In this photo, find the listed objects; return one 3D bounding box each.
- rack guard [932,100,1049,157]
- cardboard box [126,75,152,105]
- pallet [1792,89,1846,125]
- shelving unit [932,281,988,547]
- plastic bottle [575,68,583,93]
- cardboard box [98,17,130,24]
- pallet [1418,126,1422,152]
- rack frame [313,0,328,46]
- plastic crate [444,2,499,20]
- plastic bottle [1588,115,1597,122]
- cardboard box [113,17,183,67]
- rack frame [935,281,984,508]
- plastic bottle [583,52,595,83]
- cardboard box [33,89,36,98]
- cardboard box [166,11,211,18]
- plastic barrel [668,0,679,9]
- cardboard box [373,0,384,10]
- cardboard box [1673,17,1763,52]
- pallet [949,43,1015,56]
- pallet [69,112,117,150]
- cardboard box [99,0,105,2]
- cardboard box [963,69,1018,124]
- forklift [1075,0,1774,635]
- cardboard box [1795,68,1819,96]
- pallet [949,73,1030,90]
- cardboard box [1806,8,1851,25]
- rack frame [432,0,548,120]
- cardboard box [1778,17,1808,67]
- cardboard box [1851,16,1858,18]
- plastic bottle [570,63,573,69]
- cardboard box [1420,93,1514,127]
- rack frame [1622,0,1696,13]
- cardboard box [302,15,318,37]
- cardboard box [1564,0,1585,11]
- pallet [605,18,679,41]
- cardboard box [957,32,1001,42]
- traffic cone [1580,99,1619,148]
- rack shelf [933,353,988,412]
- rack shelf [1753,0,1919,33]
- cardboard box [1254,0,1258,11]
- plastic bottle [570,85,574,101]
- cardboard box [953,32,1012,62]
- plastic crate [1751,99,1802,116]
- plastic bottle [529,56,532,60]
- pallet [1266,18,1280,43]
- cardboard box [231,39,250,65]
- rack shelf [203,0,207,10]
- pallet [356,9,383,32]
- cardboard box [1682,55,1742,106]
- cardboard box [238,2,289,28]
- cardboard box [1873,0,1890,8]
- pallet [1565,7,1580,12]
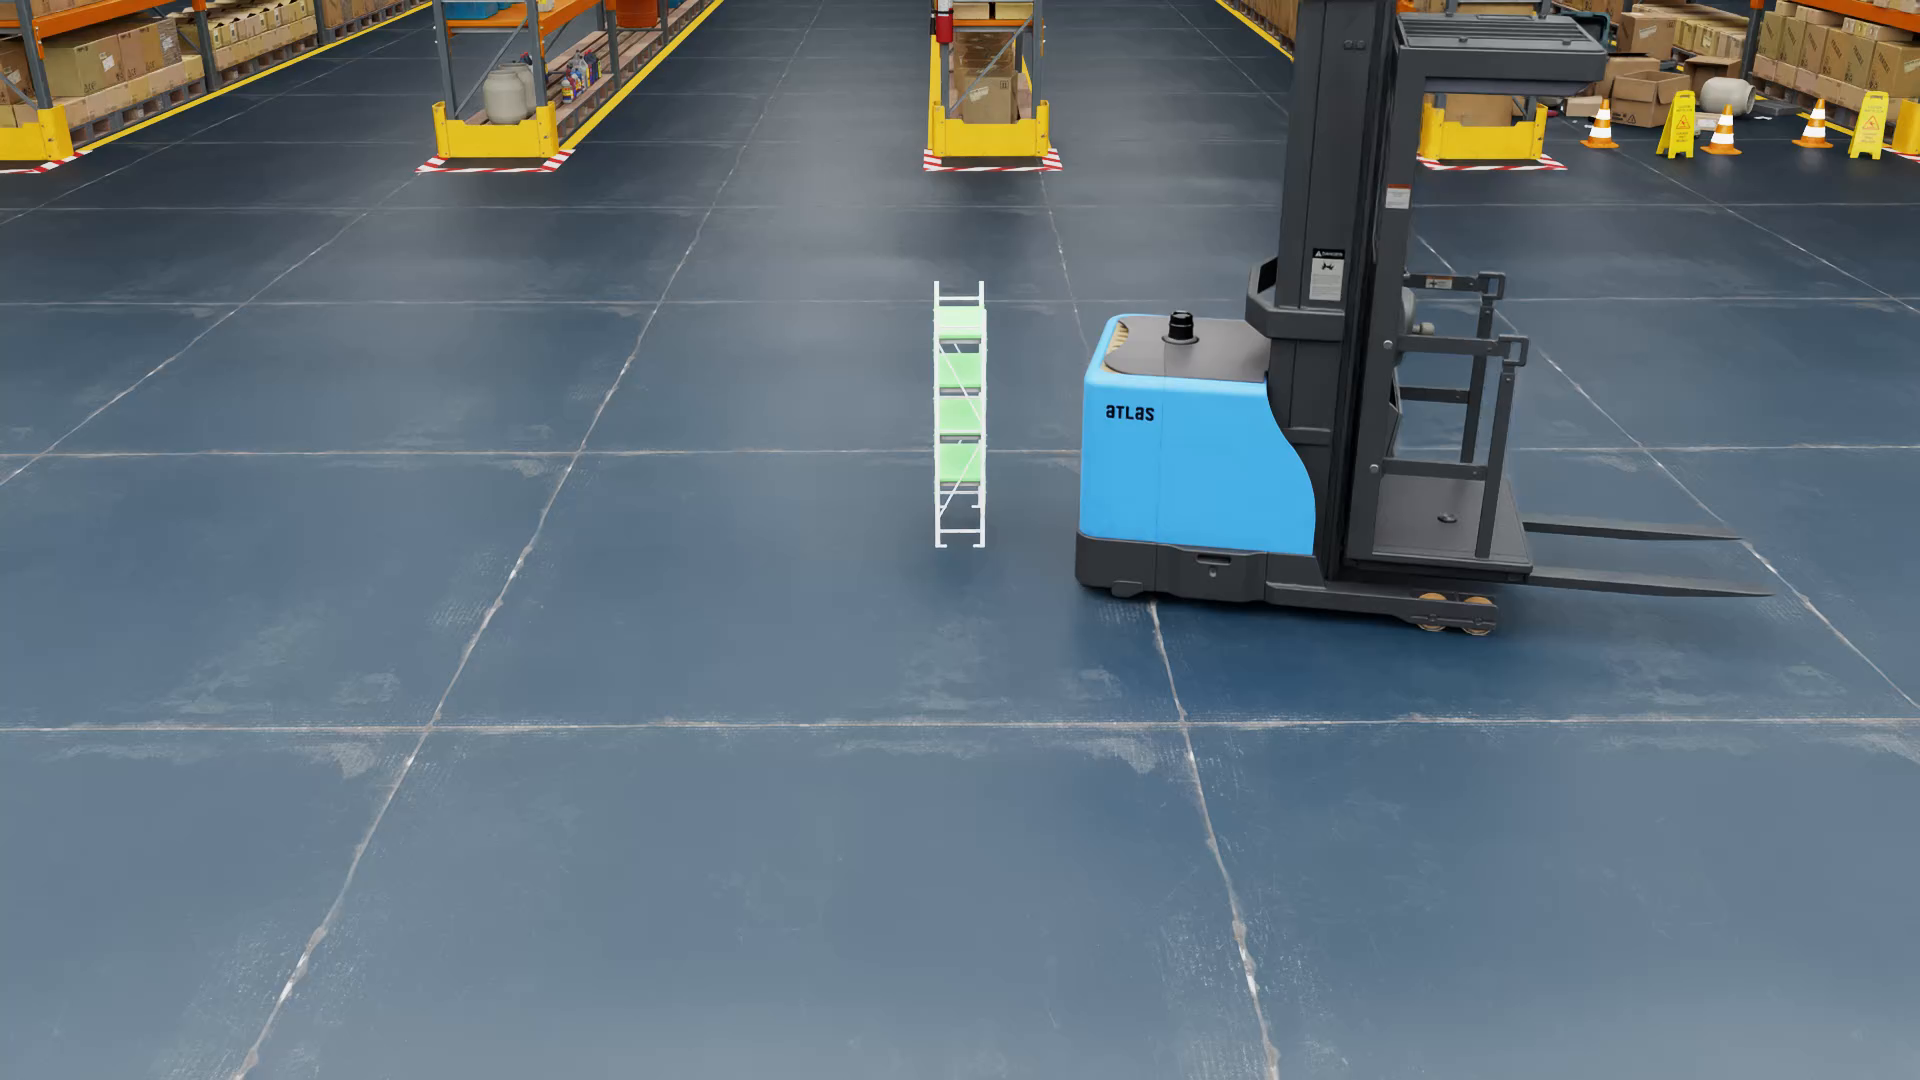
[{"bbox_3d":[0.306,-4.183,16.892,1.175,0.500,0.348,0,24,-1],"label":"rack guard"},{"bbox_3d":[-9.397,-5.026,18.550,0.500,0.250,0.500,0,24,-1],"label":"cardboard box"},{"bbox_3d":[10.232,-4.932,18.899,1.003,0.211,1.213,0,24,-1],"label":"pallet"},{"bbox_3d":[-0.002,-0.615,8.154,0.258,1.200,0.503,0,24,-1],"label":"shelving unit"},{"bbox_3d":[-4.361,-5.240,18.973,0.097,0.271,0.097,0,24,0],"label":"plastic bottle"},{"bbox_3d":[-9.937,-5.778,19.301,0.500,0.500,0.500,0,24,-1],"label":"cardboard box"},{"bbox_3d":[5.181,-4.330,17.567,1.003,0.211,1.213,0,24,-1],"label":"pallet"},{"bbox_3d":[-9.686,-8.544,23.501,1.000,3.000,0.127,0,24,-1],"label":"rack frame"},{"bbox_3d":[-4.950,-5.405,16.742,0.499,0.251,0.616,0,24,-1],"label":"plastic crate"},{"bbox_3d":[7.109,-4.697,18.560,0.133,0.061,0.283,-9,26,-19],"label":"plastic bottle"},{"bbox_3d":[-9.425,-5.780,19.307,0.500,0.500,0.500,0,24,-1],"label":"cardboard box"},{"bbox_3d":[-0.004,-0.715,8.376,0.240,1.200,0.015,0,24,-1],"label":"rack frame"},{"bbox_3d":[-4.392,-5.567,19.599,0.144,0.351,0.185,-1,24,-3],"label":"plastic bottle"},{"bbox_3d":[-9.918,-4.612,17.634,0.500,0.250,0.500,0,24,-1],"label":"cardboard box"},{"bbox_3d":[-9.949,-6.675,21.516,0.500,0.311,0.500,0,24,-1],"label":"cardboard box"},{"bbox_3d":[-4.780,-8.932,26.396,0.600,0.901,0.708,0,24,-1],"label":"plastic barrel"},{"bbox_3d":[-9.436,-8.641,26.216,0.500,0.500,0.500,0,24,0],"label":"cardboard box"},{"bbox_3d":[10.144,-6.776,22.272,0.950,0.372,0.625,1,24,1],"label":"cardboard box"},{"bbox_3d":[0.237,-6.493,22.350,1.003,0.211,1.213,0,24,-1],"label":"pallet"},{"bbox_3d":[-9.649,-4.292,17.484,1.003,0.211,1.213,0,24,-1],"label":"pallet"},{"bbox_3d":[-9.611,-6.123,18.028,0.700,0.500,0.500,0,24,1],"label":"cardboard box"},{"bbox_3d":[0.317,-4.600,17.305,0.500,0.500,0.500,4,25,9],"label":"cardboard box"},{"bbox_3d":[2.102,-1.155,7.246,3.031,2.935,1.130,5,25,10],"label":"forklift"},{"bbox_3d":[9.935,-5.239,19.021,0.500,0.250,0.500,-1,24,-1],"label":"cardboard box"},{"bbox_3d":[0.306,-5.392,19.915,1.003,0.211,1.213,0,24,-1],"label":"pallet"},{"bbox_3d":[9.864,-5.940,18.874,0.380,0.149,0.250,1,24,2],"label":"cardboard box"},{"bbox_3d":[-4.646,-5.268,16.258,1.000,3.000,0.127,0,24,-1],"label":"rack frame"},{"bbox_3d":[9.927,-5.799,19.348,0.500,0.500,0.500,1,24,2],"label":"cardboard box"},{"bbox_3d":[10.455,-5.811,19.376,0.500,0.500,0.500,0,24,0],"label":"cardboard box"},{"bbox_3d":[-4.491,-5.392,19.294,0.061,0.283,0.133,0,24,-1],"label":"plastic bottle"},{"bbox_3d":[5.194,-4.774,17.233,0.875,0.875,0.875,0,24,0],"label":"cardboard box"},{"bbox_3d":[10.129,-8.632,23.695,1.000,3.000,0.127,0,24,-1],"label":"rack frame"},{"bbox_3d":[-9.436,-7.267,23.504,0.500,0.250,0.500,0,24,1],"label":"cardboard box"},{"bbox_3d":[10.190,-8.876,26.304,0.875,0.875,0.875,0,24,1],"label":"cardboard box"},{"bbox_3d":[-4.783,-7.619,24.840,1.003,0.211,1.213,0,24,-1],"label":"pallet"},{"bbox_3d":[0.228,-5.826,20.016,0.500,0.500,0.500,-1,24,-2],"label":"cardboard box"},{"bbox_3d":[6.682,-4.341,17.286,0.336,0.463,0.334,0,24,-1],"label":"traffic cone"},{"bbox_3d":[-0.002,-0.775,8.081,0.258,0.148,0.480,0,24,-1],"label":"rack shelf"},{"bbox_3d":[10.195,-5.831,18.377,1.077,0.370,4.000,0,24,-1],"label":"rack shelf"},{"bbox_3d":[4.906,-8.529,25.991,0.500,0.500,0.500,0,24,0],"label":"cardboard box"},{"bbox_3d":[-4.355,-4.985,18.494,0.097,0.201,0.097,0,24,0],"label":"plastic bottle"},{"bbox_3d":[0.278,-6.253,20.936,0.700,0.500,0.500,-2,24,-5],"label":"cardboard box"},{"bbox_3d":[9.370,-5.002,19.214,0.402,0.080,0.583,-9,26,-19],"label":"plastic crate"},{"bbox_3d":[-5.093,-5.610,19.784,0.152,0.276,0.135,1,24,1],"label":"plastic bottle"},{"bbox_3d":[5.173,-7.619,24.840,1.003,0.211,1.213,0,24,-1],"label":"pallet"},{"bbox_3d":[-9.403,-6.212,21.173,0.500,0.250,0.500,0,24,1],"label":"cardboard box"},{"bbox_3d":[-9.664,-7.392,21.827,1.077,0.370,4.000,0,24,-1],"label":"rack shelf"},{"bbox_3d":[-9.667,-8.083,25.865,1.003,0.211,1.213,0,24,-1],"label":"pallet"},{"bbox_3d":[8.824,-5.398,19.575,0.500,0.500,0.500,19,30,35],"label":"cardboard box"},{"bbox_3d":[-9.419,-7.101,22.458,0.500,0.311,0.500,0,24,-1],"label":"cardboard box"},{"bbox_3d":[9.870,-5.689,17.494,0.380,0.149,0.250,0,24,0],"label":"cardboard box"},{"bbox_3d":[10.185,-8.188,26.097,1.003,0.211,1.213,0,24,-1],"label":"pallet"}]
